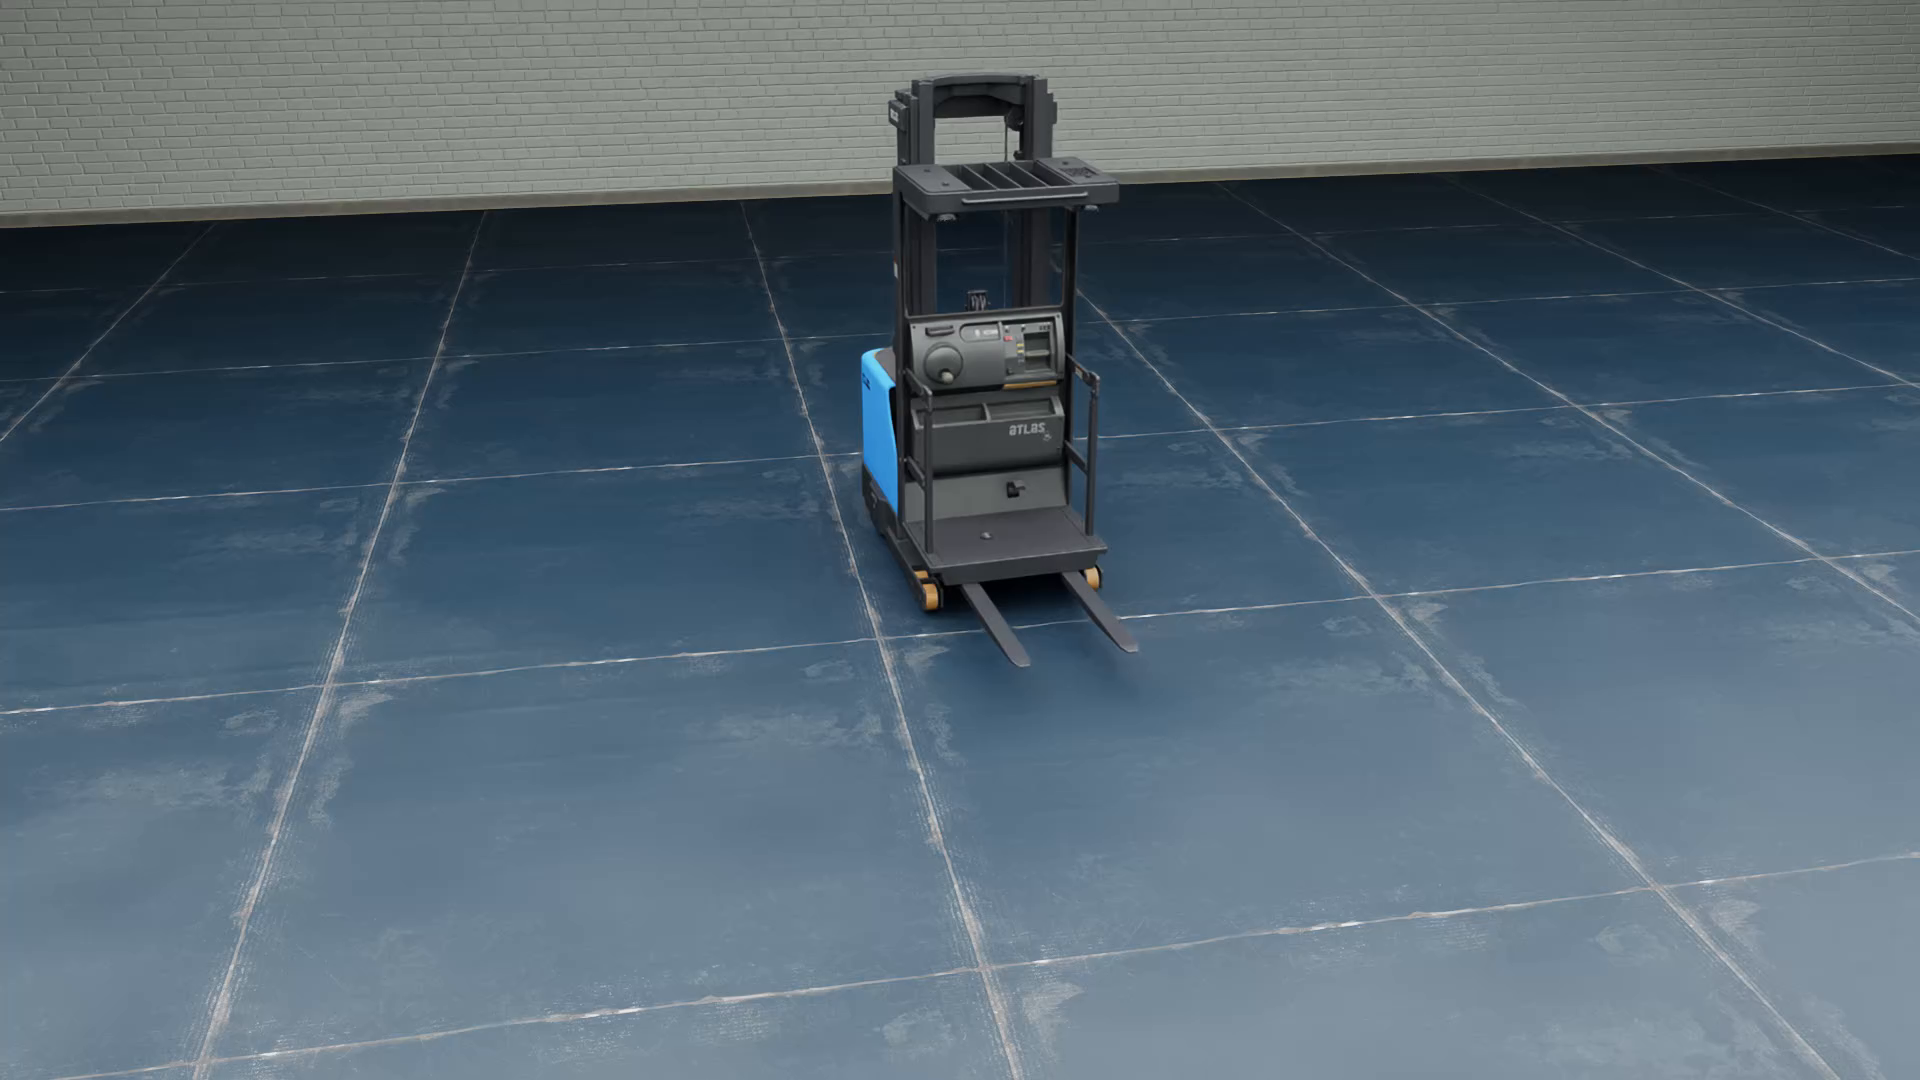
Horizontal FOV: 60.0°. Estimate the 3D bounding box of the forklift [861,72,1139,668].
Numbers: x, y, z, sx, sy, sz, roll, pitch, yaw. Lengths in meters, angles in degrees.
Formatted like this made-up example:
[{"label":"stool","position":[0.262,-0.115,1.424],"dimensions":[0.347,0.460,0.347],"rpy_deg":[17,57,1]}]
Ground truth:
[{"label":"forklift","position":[0.224,-1.096,9.597],"dimensions":[1.130,2.935,3.031],"rpy_deg":[-6,24,-14]}]
